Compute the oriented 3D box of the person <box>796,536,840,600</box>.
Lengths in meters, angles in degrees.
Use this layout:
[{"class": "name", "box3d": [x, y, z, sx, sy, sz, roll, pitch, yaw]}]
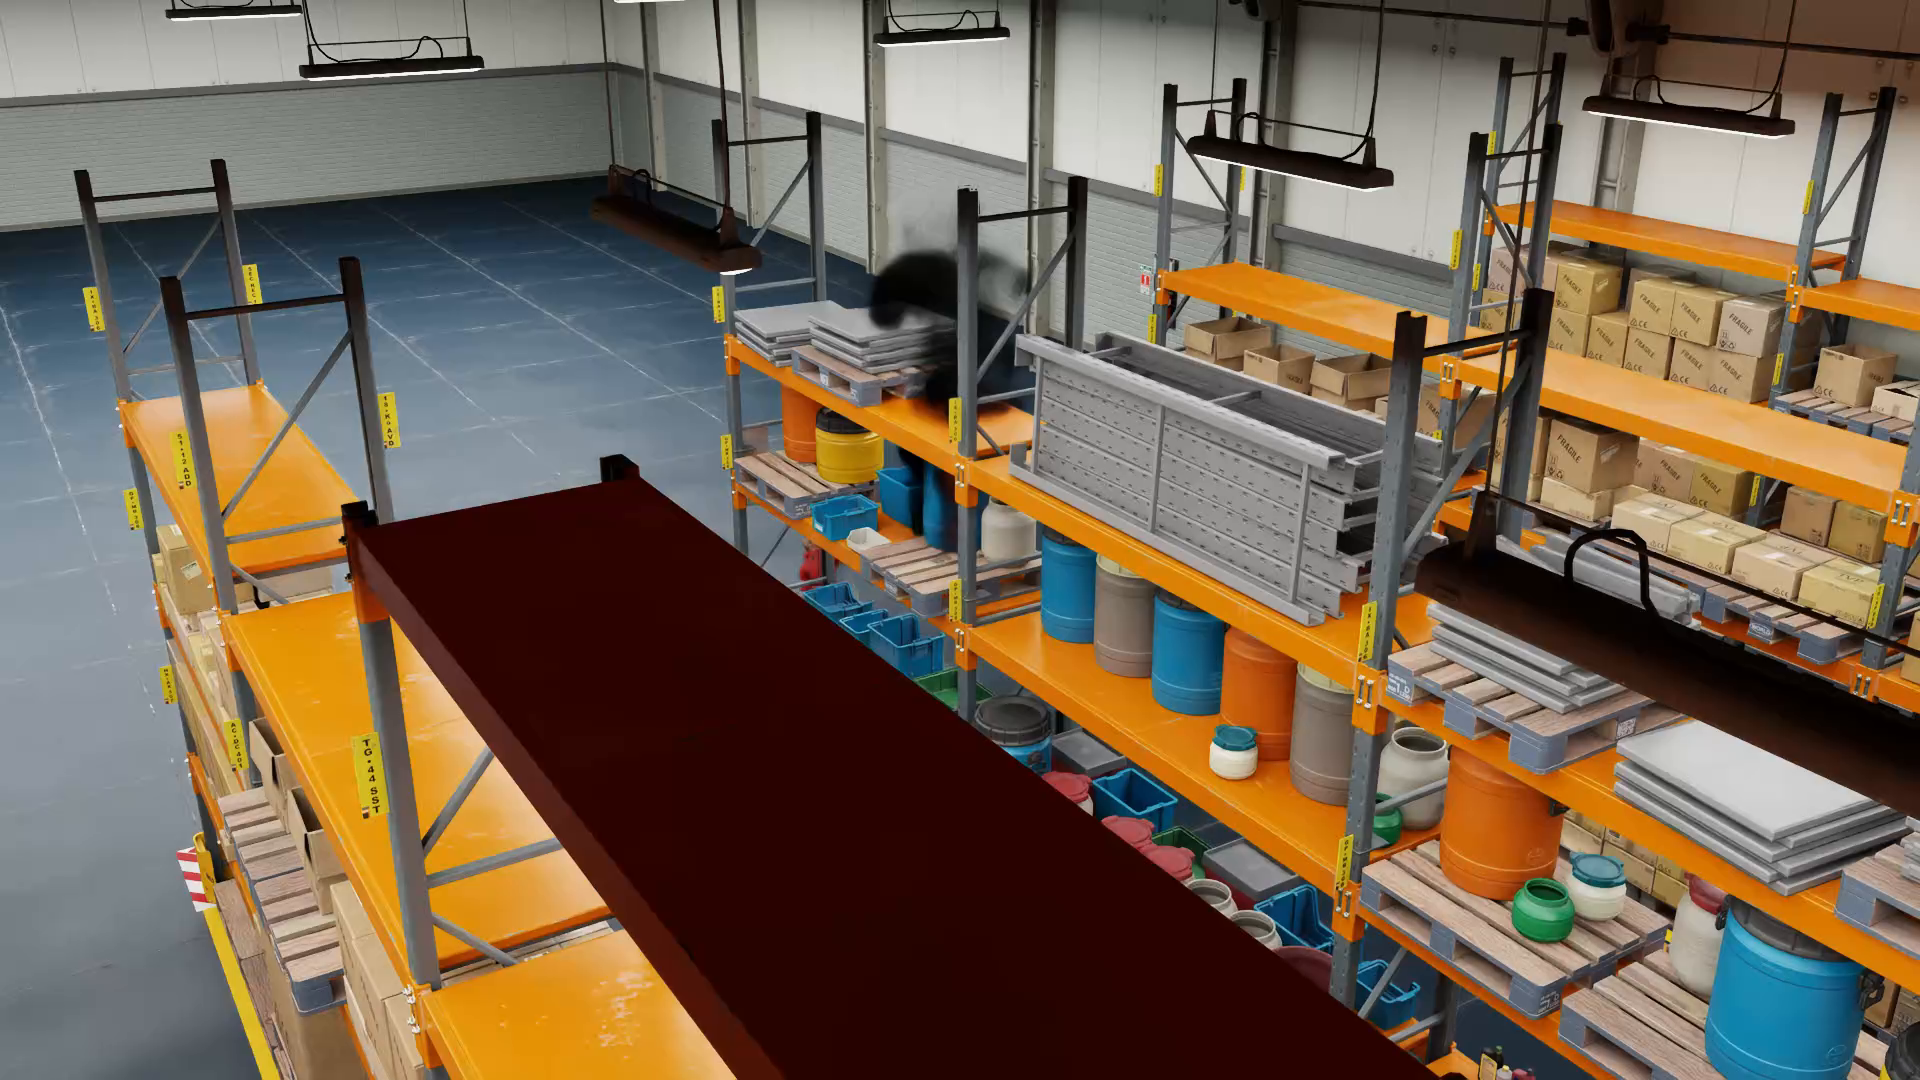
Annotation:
[{"class": "person", "box3d": [-1.449, 0.665, 17.509, 0.566, 1.686, 0.689, 6, 23, 14]}]
